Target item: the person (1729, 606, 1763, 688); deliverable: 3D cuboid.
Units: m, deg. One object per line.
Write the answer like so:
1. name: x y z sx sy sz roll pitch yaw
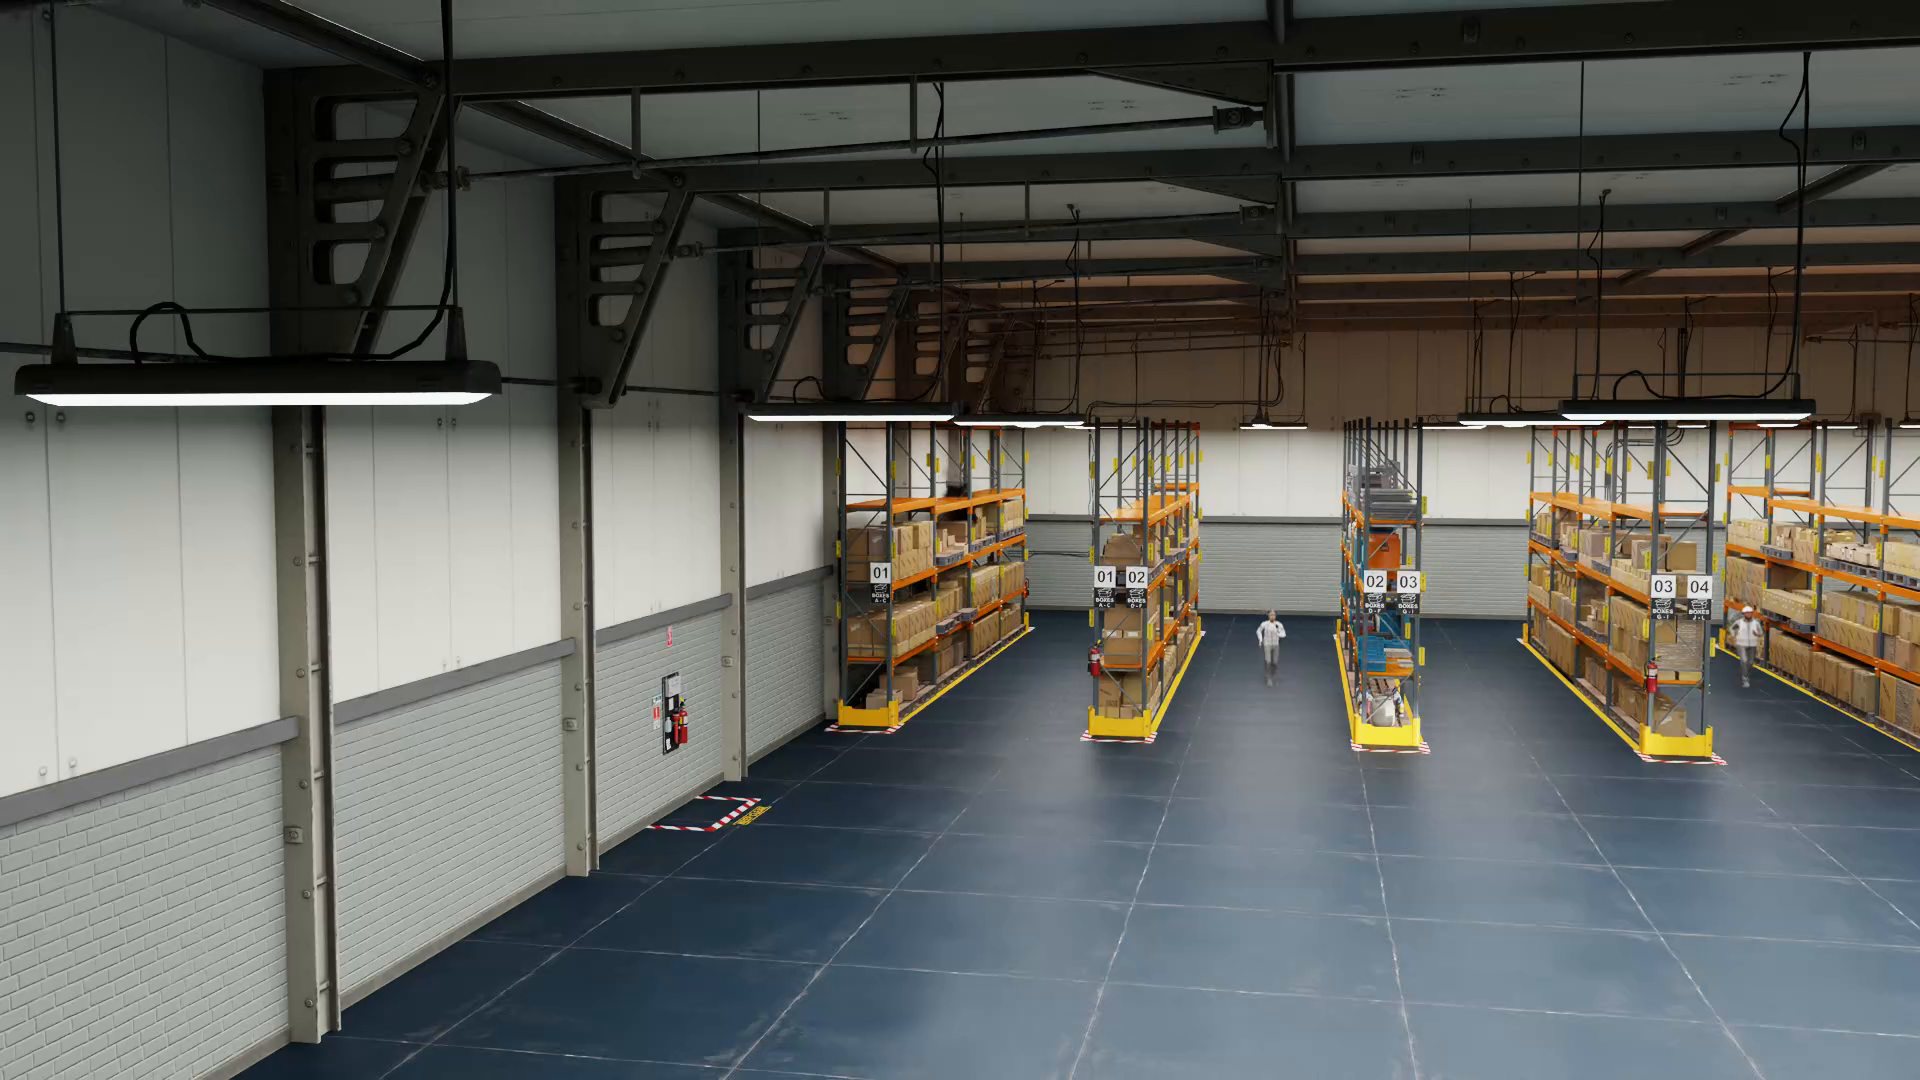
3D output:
1. person: 17.722 2.381 37.449 0.648 1.775 0.946 1 4 10

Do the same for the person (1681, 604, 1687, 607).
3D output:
1. person: 18.879 2.063 43.647 0.745 1.684 0.701 1 4 22

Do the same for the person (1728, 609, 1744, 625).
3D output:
1. person: 21.262 1.925 45.300 0.590 1.790 0.764 2 4 32

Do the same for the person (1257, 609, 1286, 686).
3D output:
1. person: 7.073 2.406 37.723 0.607 1.689 0.935 0 4 4
